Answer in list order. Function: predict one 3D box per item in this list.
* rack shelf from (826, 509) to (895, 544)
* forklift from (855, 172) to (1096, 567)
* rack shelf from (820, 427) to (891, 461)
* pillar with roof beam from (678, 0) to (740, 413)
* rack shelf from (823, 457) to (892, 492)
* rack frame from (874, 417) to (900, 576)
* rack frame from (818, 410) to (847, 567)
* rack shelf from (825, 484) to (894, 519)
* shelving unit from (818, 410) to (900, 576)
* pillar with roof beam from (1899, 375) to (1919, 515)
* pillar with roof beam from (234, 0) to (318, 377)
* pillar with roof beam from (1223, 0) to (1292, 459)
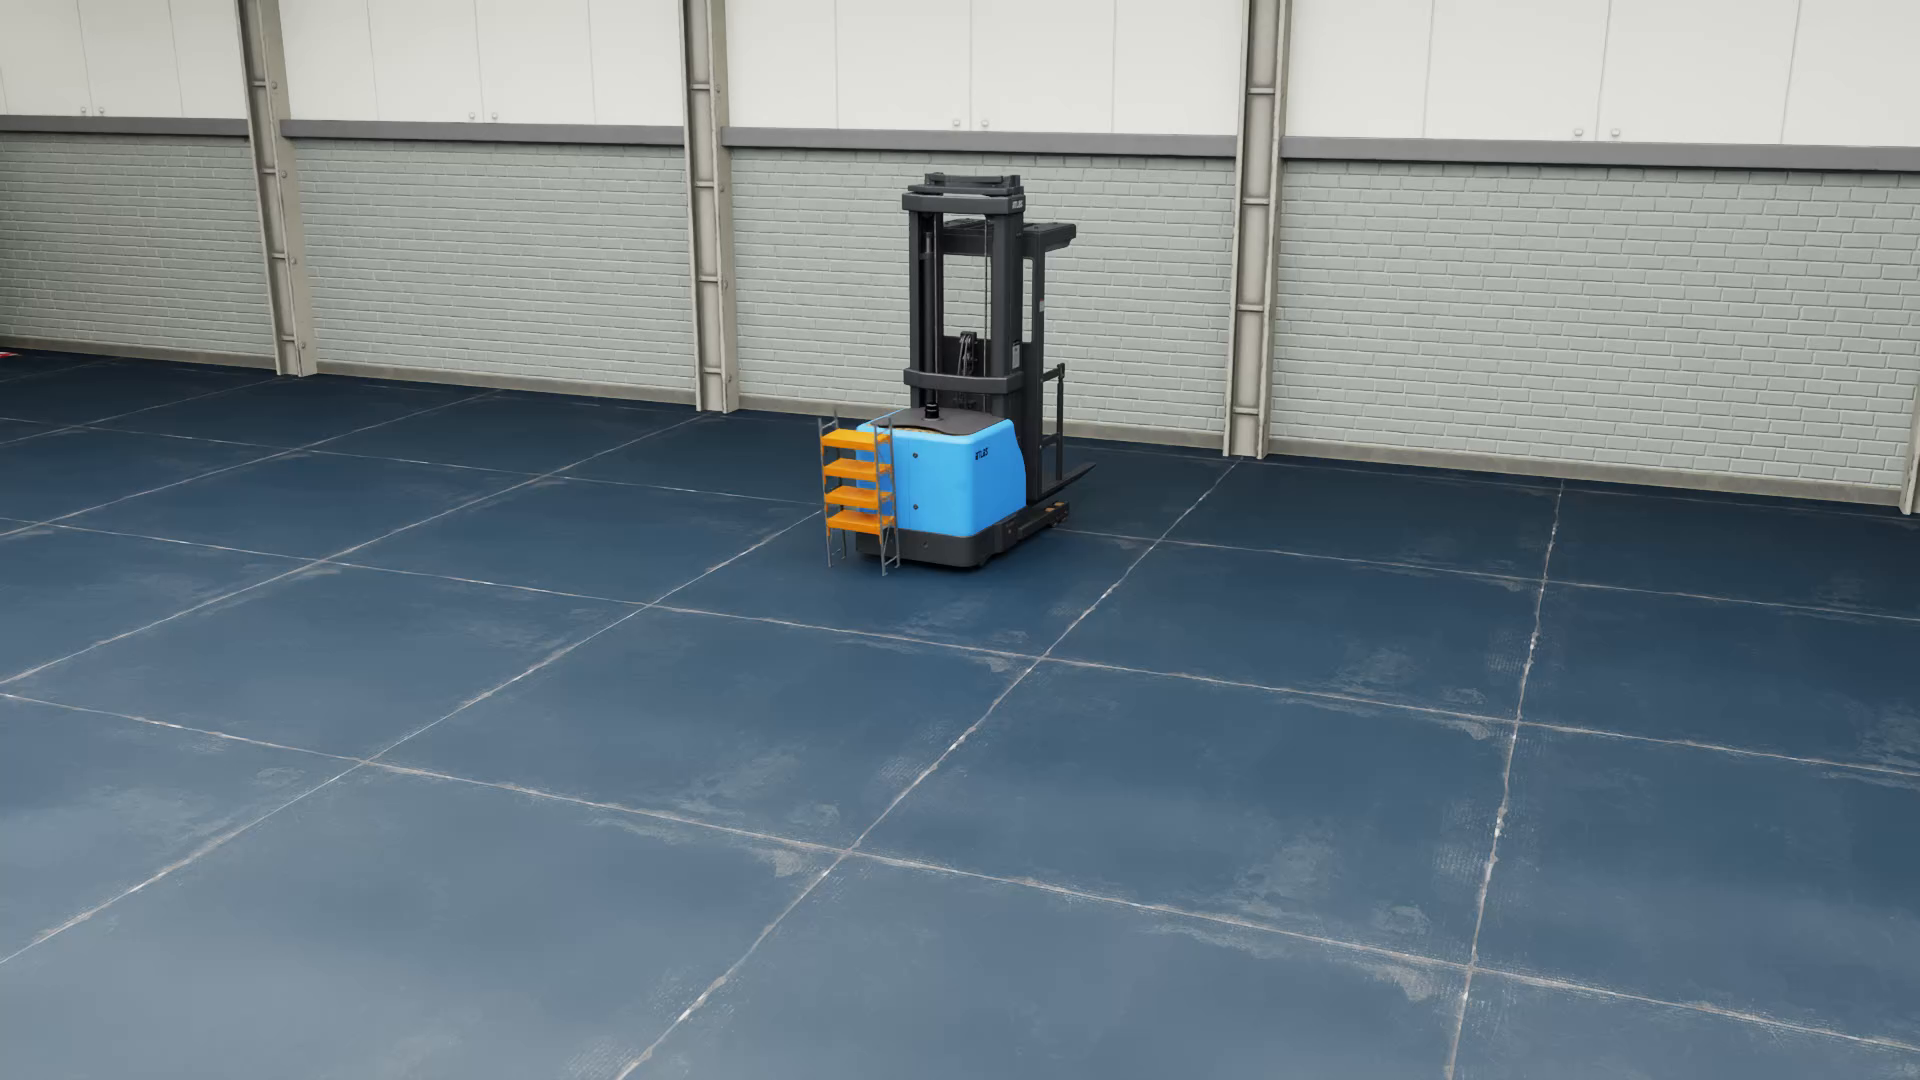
[{"bbox_3d":[-0.756,-0.109,12.812,0.480,0.148,0.258,9,23,27],"label":"rack shelf"},{"bbox_3d":[0.281,-1.565,13.806,1.130,2.935,3.031,8,18,25],"label":"forklift"},{"bbox_3d":[-0.782,-0.726,12.584,0.480,0.148,0.258,9,23,27],"label":"rack shelf"},{"bbox_3d":[-4.304,-4.679,13.649,0.400,9.000,9.100,6,17,21],"label":"pillar with roof beam"},{"bbox_3d":[-0.773,-0.505,12.666,0.480,0.148,0.258,9,23,27],"label":"rack shelf"},{"bbox_3d":[-0.553,-0.326,12.608,0.015,1.200,0.240,9,23,27],"label":"rack frame"},{"bbox_3d":[-0.981,-0.390,12.832,0.015,1.200,0.240,9,23,27],"label":"rack frame"},{"bbox_3d":[-0.764,-0.295,12.743,0.480,0.148,0.258,9,23,27],"label":"rack shelf"},{"bbox_3d":[-0.767,-0.358,12.720,0.503,1.200,0.258,9,23,27],"label":"shelving unit"},{"bbox_3d":[6.859,-3.451,9.420,0.400,9.000,9.100,6,17,21],"label":"pillar with roof beam"},{"bbox_3d":[-9.886,-5.292,15.763,0.400,9.000,9.100,6,17,21],"label":"pillar with roof beam"},{"bbox_3d":[1.278,-4.065,11.534,0.400,9.000,9.100,6,17,21],"label":"pillar with roof beam"}]
